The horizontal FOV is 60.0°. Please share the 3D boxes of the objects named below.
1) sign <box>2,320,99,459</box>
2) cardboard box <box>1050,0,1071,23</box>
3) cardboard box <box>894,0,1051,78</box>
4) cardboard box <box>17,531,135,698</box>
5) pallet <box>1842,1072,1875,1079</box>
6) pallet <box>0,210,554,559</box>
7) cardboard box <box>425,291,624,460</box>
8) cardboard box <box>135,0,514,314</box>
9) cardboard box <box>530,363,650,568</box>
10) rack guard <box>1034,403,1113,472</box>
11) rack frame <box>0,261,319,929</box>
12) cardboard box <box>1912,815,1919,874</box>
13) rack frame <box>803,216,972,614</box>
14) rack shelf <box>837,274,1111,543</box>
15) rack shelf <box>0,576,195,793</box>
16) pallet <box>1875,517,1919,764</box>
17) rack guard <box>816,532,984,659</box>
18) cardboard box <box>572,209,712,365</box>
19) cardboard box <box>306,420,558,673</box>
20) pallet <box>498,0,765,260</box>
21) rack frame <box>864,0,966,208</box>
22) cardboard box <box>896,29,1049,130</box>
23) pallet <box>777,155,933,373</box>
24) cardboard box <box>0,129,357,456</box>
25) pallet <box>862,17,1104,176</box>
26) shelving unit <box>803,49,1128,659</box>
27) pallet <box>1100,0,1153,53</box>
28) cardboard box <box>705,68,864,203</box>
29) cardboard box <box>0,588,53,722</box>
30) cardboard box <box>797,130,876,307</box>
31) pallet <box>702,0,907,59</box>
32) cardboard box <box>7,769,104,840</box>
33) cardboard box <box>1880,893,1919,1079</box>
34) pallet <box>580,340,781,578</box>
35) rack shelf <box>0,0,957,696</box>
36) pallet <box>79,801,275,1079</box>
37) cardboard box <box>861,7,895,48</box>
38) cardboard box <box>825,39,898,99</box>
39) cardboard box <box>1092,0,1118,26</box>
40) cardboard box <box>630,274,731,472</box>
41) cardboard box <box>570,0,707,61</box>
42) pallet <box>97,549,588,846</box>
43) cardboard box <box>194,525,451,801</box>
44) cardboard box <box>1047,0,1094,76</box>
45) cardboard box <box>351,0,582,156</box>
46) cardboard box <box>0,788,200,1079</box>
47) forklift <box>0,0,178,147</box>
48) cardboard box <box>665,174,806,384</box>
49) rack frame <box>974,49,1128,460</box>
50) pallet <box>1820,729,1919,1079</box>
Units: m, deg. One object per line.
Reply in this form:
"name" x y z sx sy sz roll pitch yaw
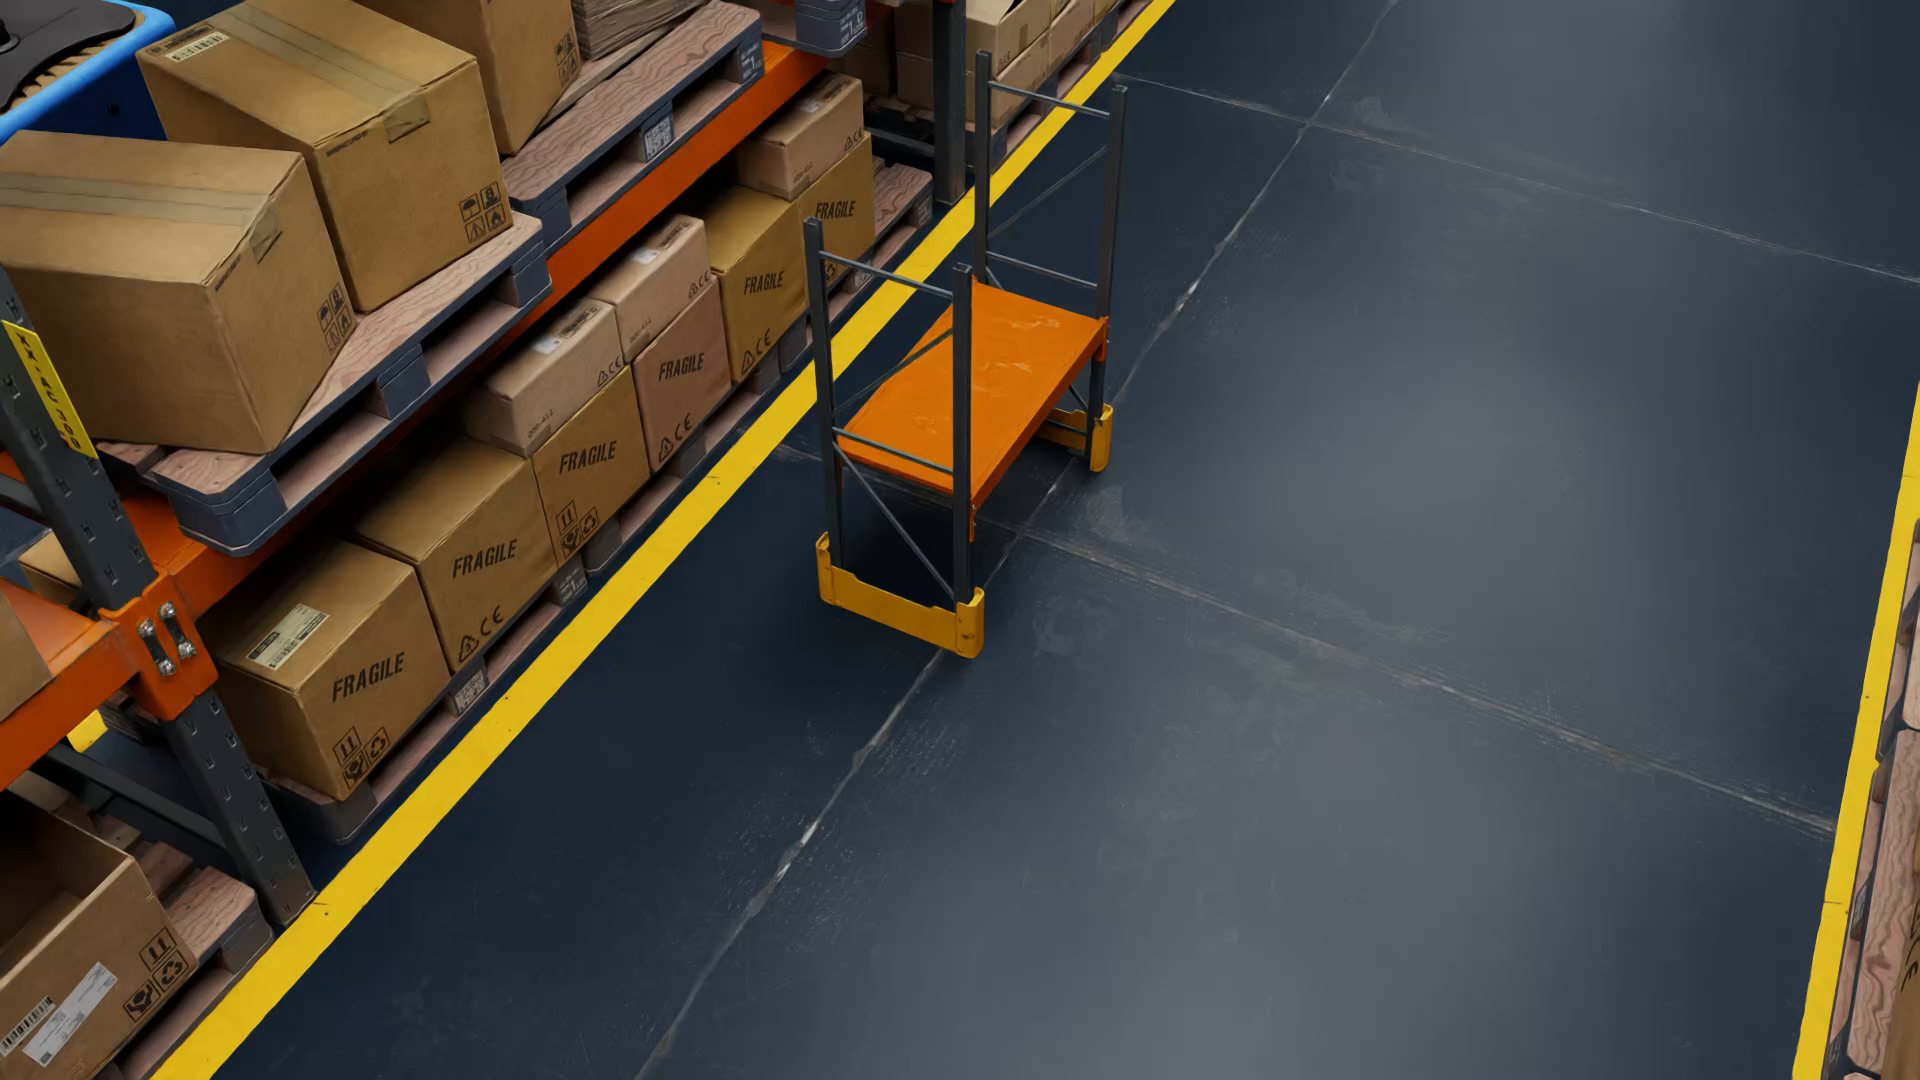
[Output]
"sign" -1.819 -0.297 3.326 0.100 0.325 0.005 20 49 19
"cardboard box" 0.293 -2.632 7.486 0.500 0.311 0.500 19 48 18
"cardboard box" 0.057 -2.298 7.156 0.500 0.311 0.500 22 49 20
"cardboard box" -2.328 0.151 4.940 0.500 0.500 0.500 20 49 19
"pallet" 2.378 1.935 3.689 1.003 0.211 1.213 20 49 19
"pallet" -1.835 -0.567 4.336 1.003 0.211 1.213 20 49 19
"cardboard box" -1.398 -0.561 5.116 0.500 0.250 0.500 21 49 19
"cardboard box" -1.622 -1.029 4.292 0.700 0.500 0.500 28 52 25
"cardboard box" -1.386 -0.319 5.405 0.500 0.500 0.500 21 49 20
"rack guard" 0.267 -0.450 6.019 0.587 0.250 0.087 20 49 19
"rack frame" -2.303 -0.167 3.806 1.000 3.000 0.127 20 49 19
"cardboard box" 3.073 0.524 4.339 0.750 0.750 0.750 20 49 19
"rack frame" -0.196 -0.261 4.953 0.500 1.500 0.032 20 49 19
"rack shelf" 0.040 -0.455 5.398 0.538 0.185 1.000 20 49 19
"rack shelf" -3.231 1.346 2.817 1.077 0.370 4.000 20 49 19
"pallet" 3.510 0.398 5.208 1.003 0.211 1.213 20 49 19
"rack guard" -0.196 0.178 5.398 0.587 0.250 0.087 20 49 19
"cardboard box" -1.166 -0.877 5.429 0.500 0.250 0.500 20 49 18
"cardboard box" -1.625 -0.007 5.096 0.500 0.500 0.500 21 49 20
"pallet" -1.345 -1.393 5.153 1.003 0.211 1.213 20 49 19
"rack frame" -0.446 -2.687 6.297 1.000 3.000 0.127 20 49 19
"cardboard box" 0.057 -2.101 7.356 0.500 0.250 0.500 20 49 19
"pallet" -0.826 -1.249 6.836 1.003 0.211 1.213 20 49 19
"cardboard box" -1.885 -0.574 3.843 0.700 0.500 0.500 6 46 6
"pallet" -0.029 -2.213 7.788 1.003 0.211 1.213 20 49 19
"shelving unit" 0.035 -0.575 5.264 0.587 1.500 1.083 20 49 19
"pallet" 0.538 -2.978 8.545 1.003 0.211 1.213 20 49 19
"cardboard box" -0.695 -1.523 6.067 0.500 0.250 0.500 22 49 21
"cardboard box" -2.308 0.197 3.376 0.500 0.500 0.500 21 49 20
"cardboard box" -0.672 -1.296 6.370 0.500 0.500 0.500 22 49 21
"pallet" -0.699 -2.169 5.920 1.213 0.211 1.003 20 49 19
"cardboard box" -2.689 0.816 4.415 0.500 0.311 0.500 20 49 19
"cardboard box" 2.683 1.061 3.809 0.750 0.750 0.750 22 49 20
"pallet" -1.394 -0.483 6.079 1.003 0.211 1.213 20 49 19
"rack shelf" -1.375 -1.174 5.307 1.077 0.370 4.000 20 49 19
"pallet" -2.623 1.245 4.371 1.003 0.211 1.213 20 49 19
"cardboard box" -0.421 -2.477 7.332 0.500 0.311 0.500 22 49 20
"cardboard box" -0.418 -2.280 7.532 0.500 0.250 0.500 22 49 20
"cardboard box" 0.526 -2.748 7.994 0.500 0.250 0.500 19 48 18
"cardboard box" -1.151 -0.638 5.719 0.500 0.500 0.500 19 48 18
"cardboard box" -1.232 -1.923 5.176 0.700 0.500 0.500 30 52 26
"pallet" -1.959 0.288 5.317 1.003 0.211 1.213 20 49 19
"cardboard box" -1.863 0.333 4.760 0.500 0.500 0.500 18 48 17
"cardboard box" 0.290 -2.418 7.669 0.500 0.250 0.500 19 48 18
"cardboard box" -1.538 -1.483 4.741 0.700 0.500 0.500 9 46 9
"cardboard box" -2.316 1.009 4.091 0.500 0.500 0.500 20 49 19
"forklift" -4.484 -2.320 5.982 3.031 2.935 1.130 16 48 15
"cardboard box" -0.913 -0.970 6.048 0.500 0.500 0.500 19 48 18
"rack frame" 0.276 -0.901 5.586 0.500 1.500 0.032 20 49 19
"pallet" 2.943 1.164 4.451 1.003 0.211 1.213 20 49 19
